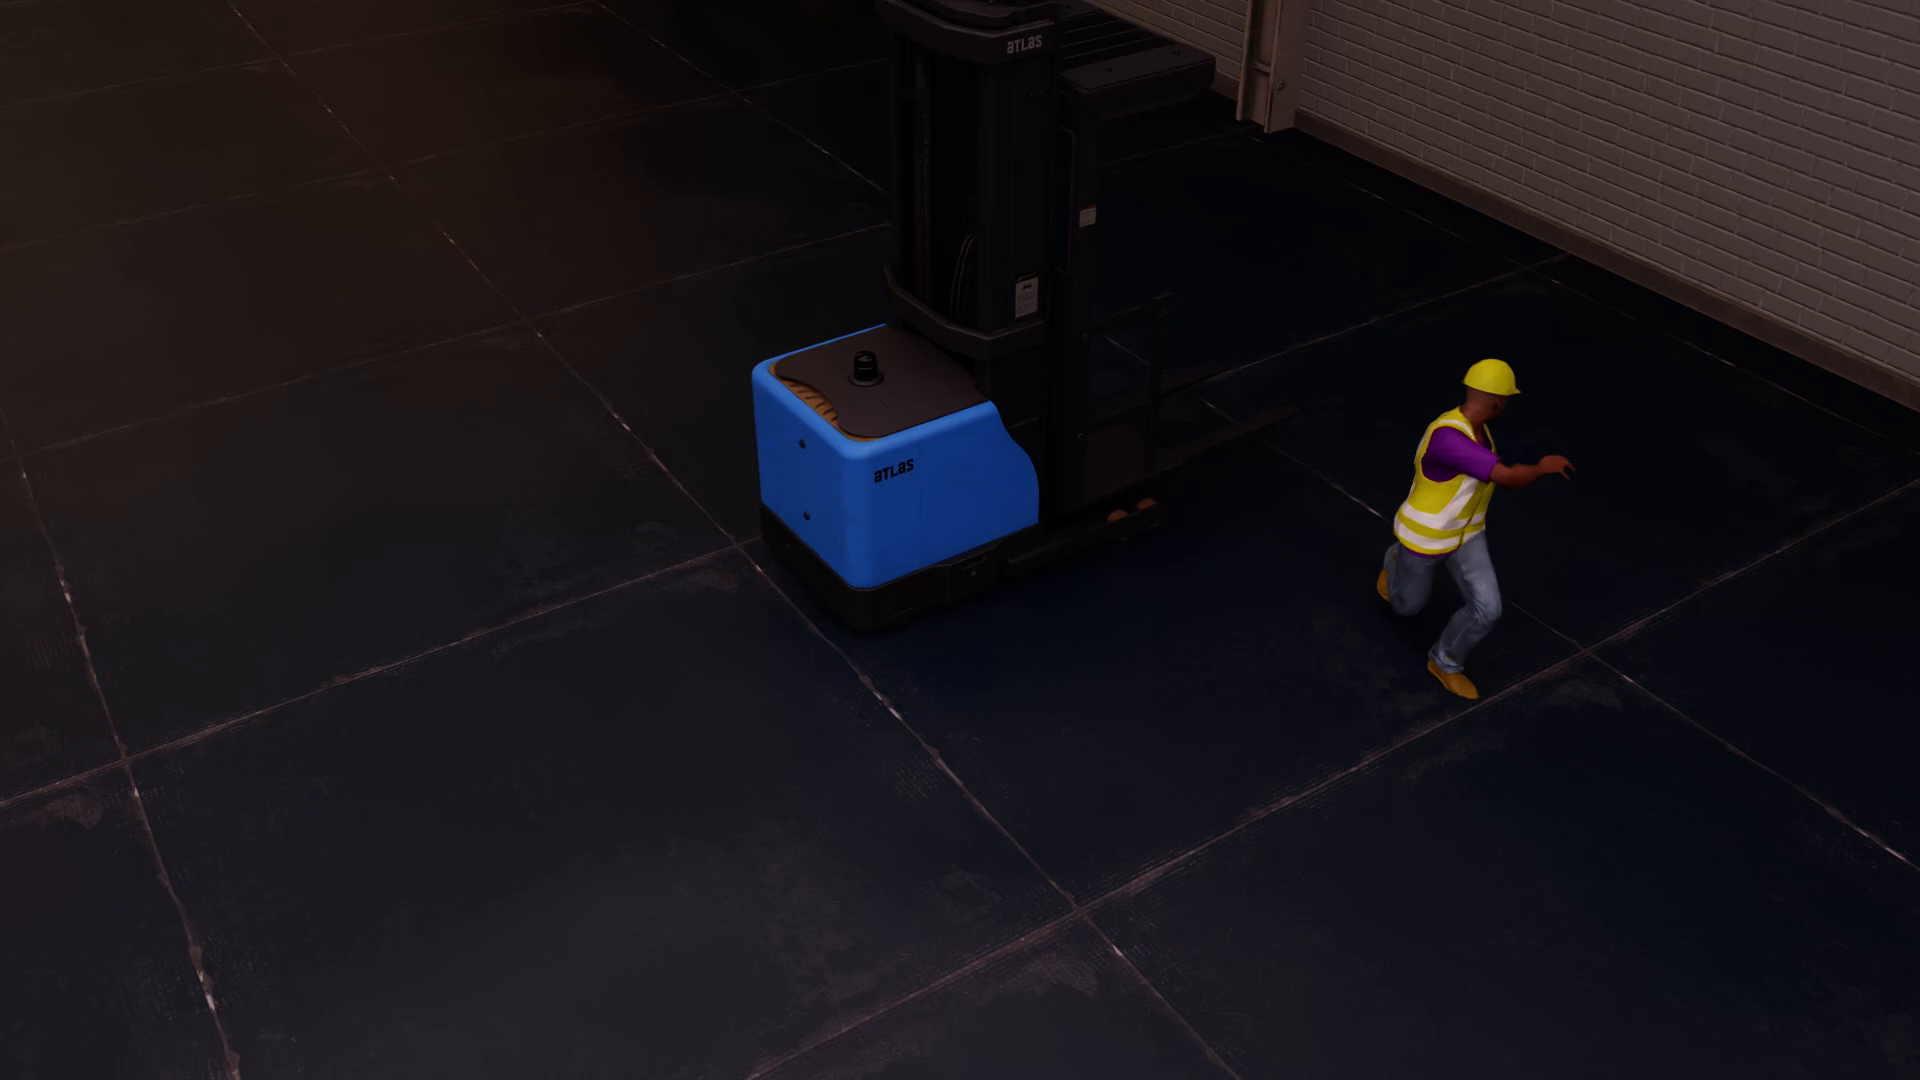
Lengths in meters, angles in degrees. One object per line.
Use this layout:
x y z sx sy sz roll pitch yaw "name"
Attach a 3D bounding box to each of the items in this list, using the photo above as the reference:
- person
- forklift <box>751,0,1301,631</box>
2.343 -0.138 7.640 0.778 1.527 0.959 -13 37 -18 "person"
0.479 -1.420 8.168 3.031 2.935 1.130 -21 40 -27 "forklift"
